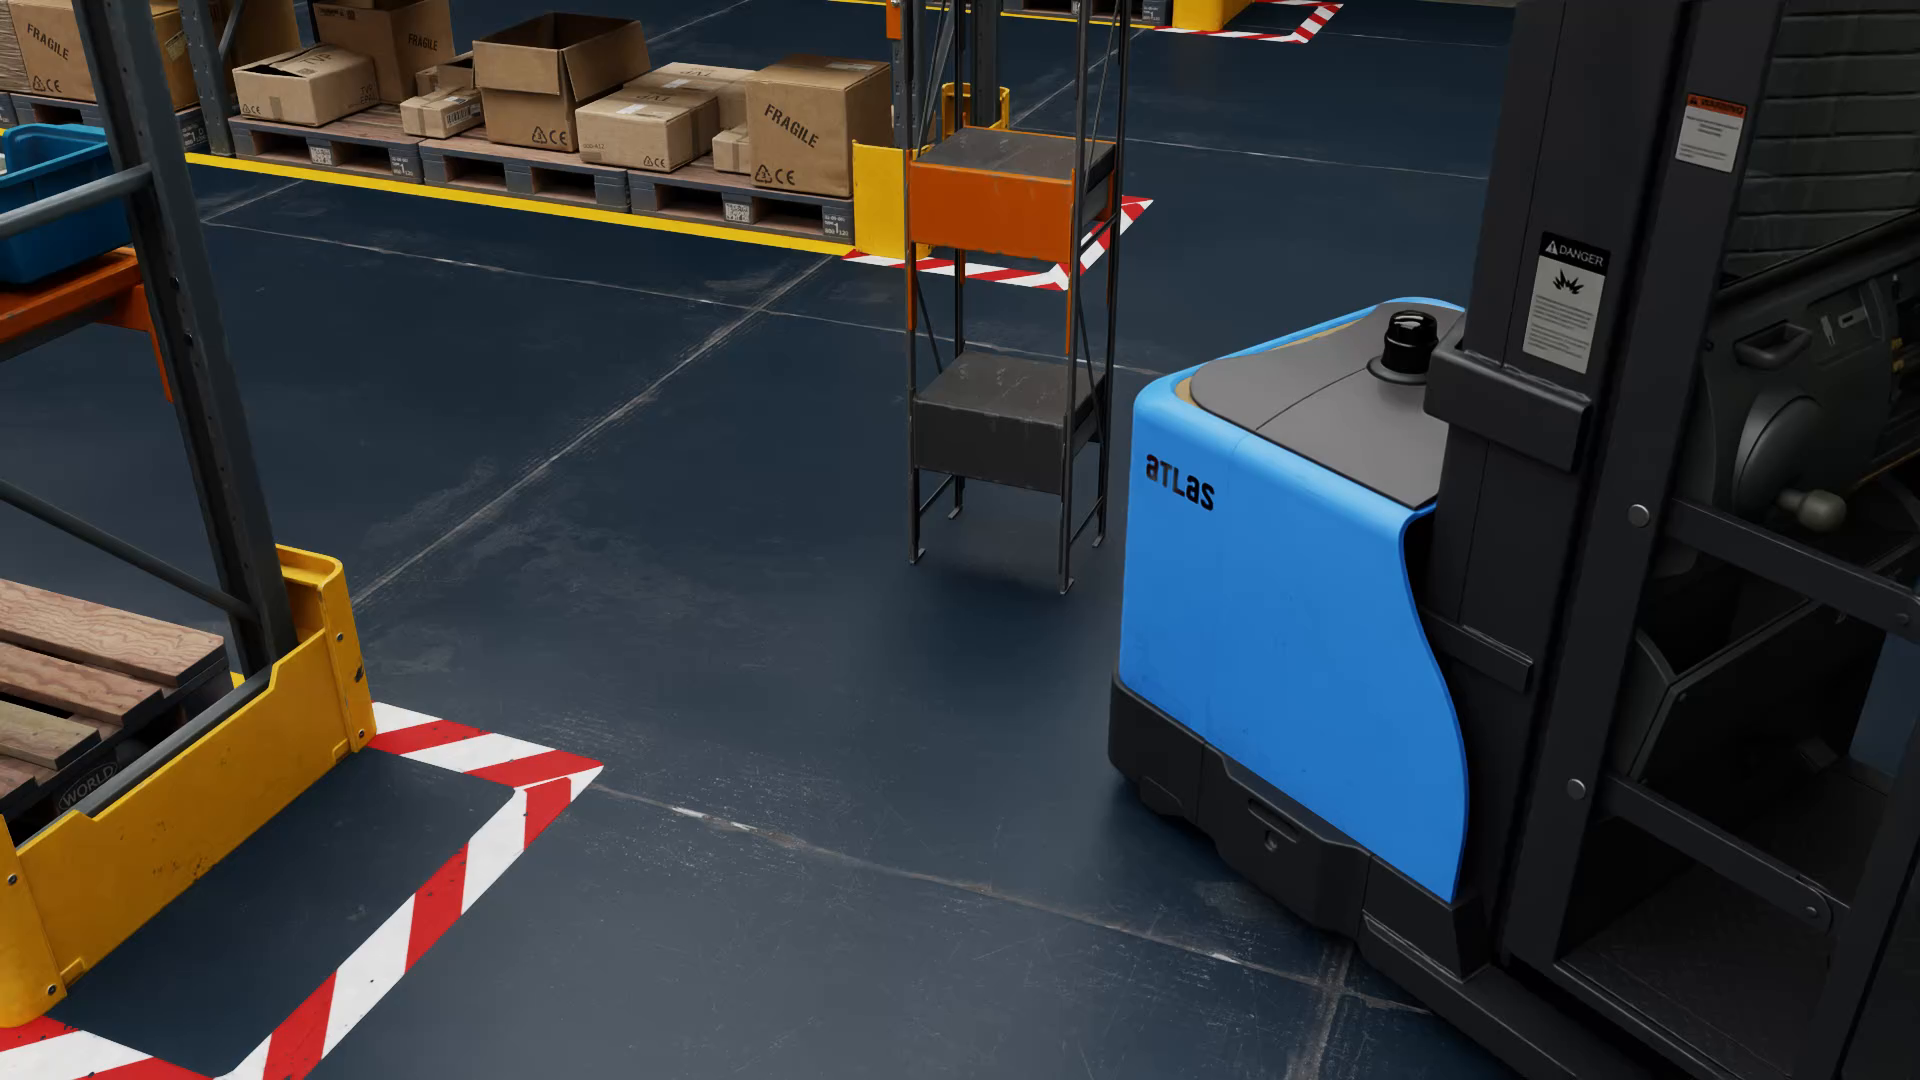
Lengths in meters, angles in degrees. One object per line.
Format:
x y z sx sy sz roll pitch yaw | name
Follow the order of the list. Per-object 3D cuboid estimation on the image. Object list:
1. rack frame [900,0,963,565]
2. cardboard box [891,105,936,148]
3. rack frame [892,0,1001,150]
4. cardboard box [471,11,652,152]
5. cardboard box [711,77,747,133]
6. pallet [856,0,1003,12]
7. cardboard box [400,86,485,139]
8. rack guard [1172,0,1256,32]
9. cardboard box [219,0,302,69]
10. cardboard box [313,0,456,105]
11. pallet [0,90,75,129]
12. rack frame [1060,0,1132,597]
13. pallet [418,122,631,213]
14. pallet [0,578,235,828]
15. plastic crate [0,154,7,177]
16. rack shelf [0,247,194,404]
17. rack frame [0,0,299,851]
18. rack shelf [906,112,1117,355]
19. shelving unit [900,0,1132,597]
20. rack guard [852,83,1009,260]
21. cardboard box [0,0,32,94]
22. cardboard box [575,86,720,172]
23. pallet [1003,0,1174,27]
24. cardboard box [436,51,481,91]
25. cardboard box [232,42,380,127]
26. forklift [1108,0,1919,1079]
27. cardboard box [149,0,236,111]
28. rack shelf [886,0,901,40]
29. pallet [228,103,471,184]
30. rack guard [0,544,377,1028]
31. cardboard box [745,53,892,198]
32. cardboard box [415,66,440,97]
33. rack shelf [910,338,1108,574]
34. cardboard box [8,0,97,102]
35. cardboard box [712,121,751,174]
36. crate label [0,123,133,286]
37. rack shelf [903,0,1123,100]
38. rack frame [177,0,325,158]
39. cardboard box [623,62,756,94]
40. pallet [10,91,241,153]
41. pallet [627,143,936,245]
-0.073 -0.929 4.759 0.015 2.100 0.400 11 31 19 | rack frame
-0.307 -2.021 8.226 0.250 0.149 0.380 11 31 19 | cardboard box
-0.048 -2.836 7.219 0.127 3.000 1.000 11 31 19 | rack frame
-2.011 -2.335 8.423 0.637 0.503 0.797 11 31 19 | cardboard box
-0.908 -2.153 8.358 0.500 0.250 0.500 11 31 19 | cardboard box
-0.086 -4.220 12.502 1.213 0.211 1.003 11 31 19 | pallet
-2.641 -2.202 8.530 0.250 0.166 0.380 11 31 19 | cardboard box
1.833 -4.003 11.823 0.348 0.500 1.175 11 31 19 | rack guard
-4.111 -2.880 9.390 0.500 0.500 0.500 10 31 17 | cardboard box
-3.120 -2.703 9.077 0.500 0.500 0.500 11 31 19 | cardboard box
-5.657 -2.720 9.848 1.213 0.211 1.003 11 31 19 | pallet
0.379 -0.838 4.599 0.015 2.100 0.400 11 31 19 | rack frame
-1.984 -2.009 8.591 1.213 0.211 1.003 11 31 19 | pallet
-2.663 0.466 4.212 1.213 0.211 1.003 11 31 19 | pallet
-2.285 -0.782 3.793 0.298 0.136 0.250 11 31 19 | plastic crate
-3.767 -0.635 4.056 4.000 0.370 1.077 11 31 19 | rack shelf
-1.914 -0.578 3.224 0.127 3.000 1.000 11 31 19 | rack frame
0.153 -0.872 4.686 0.480 0.518 0.431 11 31 19 | rack shelf
0.153 -0.883 4.679 0.503 2.100 0.431 11 31 19 | shelving unit
-0.118 -1.762 7.859 0.348 0.500 1.175 11 31 19 | rack guard
-5.239 -2.828 9.298 0.500 0.500 0.500 12 32 20 | cardboard box
-1.513 -2.008 8.102 0.500 0.250 0.500 11 31 19 | cardboard box
1.041 -3.994 12.101 1.213 0.211 1.003 11 31 19 | pallet
-2.425 -2.482 8.878 0.500 0.311 0.500 11 31 19 | cardboard box
-3.447 -2.421 8.770 0.500 0.311 0.500 11 31 19 | cardboard box
1.662 -0.252 2.716 1.130 2.935 3.031 -21 35 -32 | forklift
-4.319 -2.640 8.965 0.500 0.500 0.500 11 31 19 | cardboard box
-1.901 -2.893 8.051 4.000 0.370 1.077 11 31 19 | rack shelf
-3.118 -2.234 8.989 1.213 0.211 1.003 11 31 19 | pallet
-1.886 0.509 3.842 0.348 0.500 1.175 11 31 19 | rack guard
-0.644 -1.928 7.705 0.500 0.500 0.500 11 31 19 | cardboard box
-2.750 -2.508 9.089 0.250 0.149 0.380 11 31 19 | cardboard box
0.153 -0.262 5.030 0.480 0.518 0.431 11 31 19 | rack shelf
-4.774 -2.735 9.134 0.500 0.500 0.500 11 31 19 | cardboard box
-0.986 -1.898 7.992 0.250 0.166 0.380 11 31 19 | cardboard box
-2.019 -0.727 3.597 0.303 0.233 0.416 11 31 19 | crate label
0.153 -1.481 4.341 0.480 0.518 0.431 11 31 19 | rack shelf
-3.754 -3.576 8.528 0.127 3.000 1.000 11 31 19 | rack frame
-1.372 -2.245 8.521 0.500 0.250 0.500 11 31 19 | cardboard box
-4.522 -2.495 9.450 1.213 0.211 1.003 11 31 19 | pallet
-0.857 -1.783 8.190 1.213 0.211 1.003 11 31 19 | pallet
